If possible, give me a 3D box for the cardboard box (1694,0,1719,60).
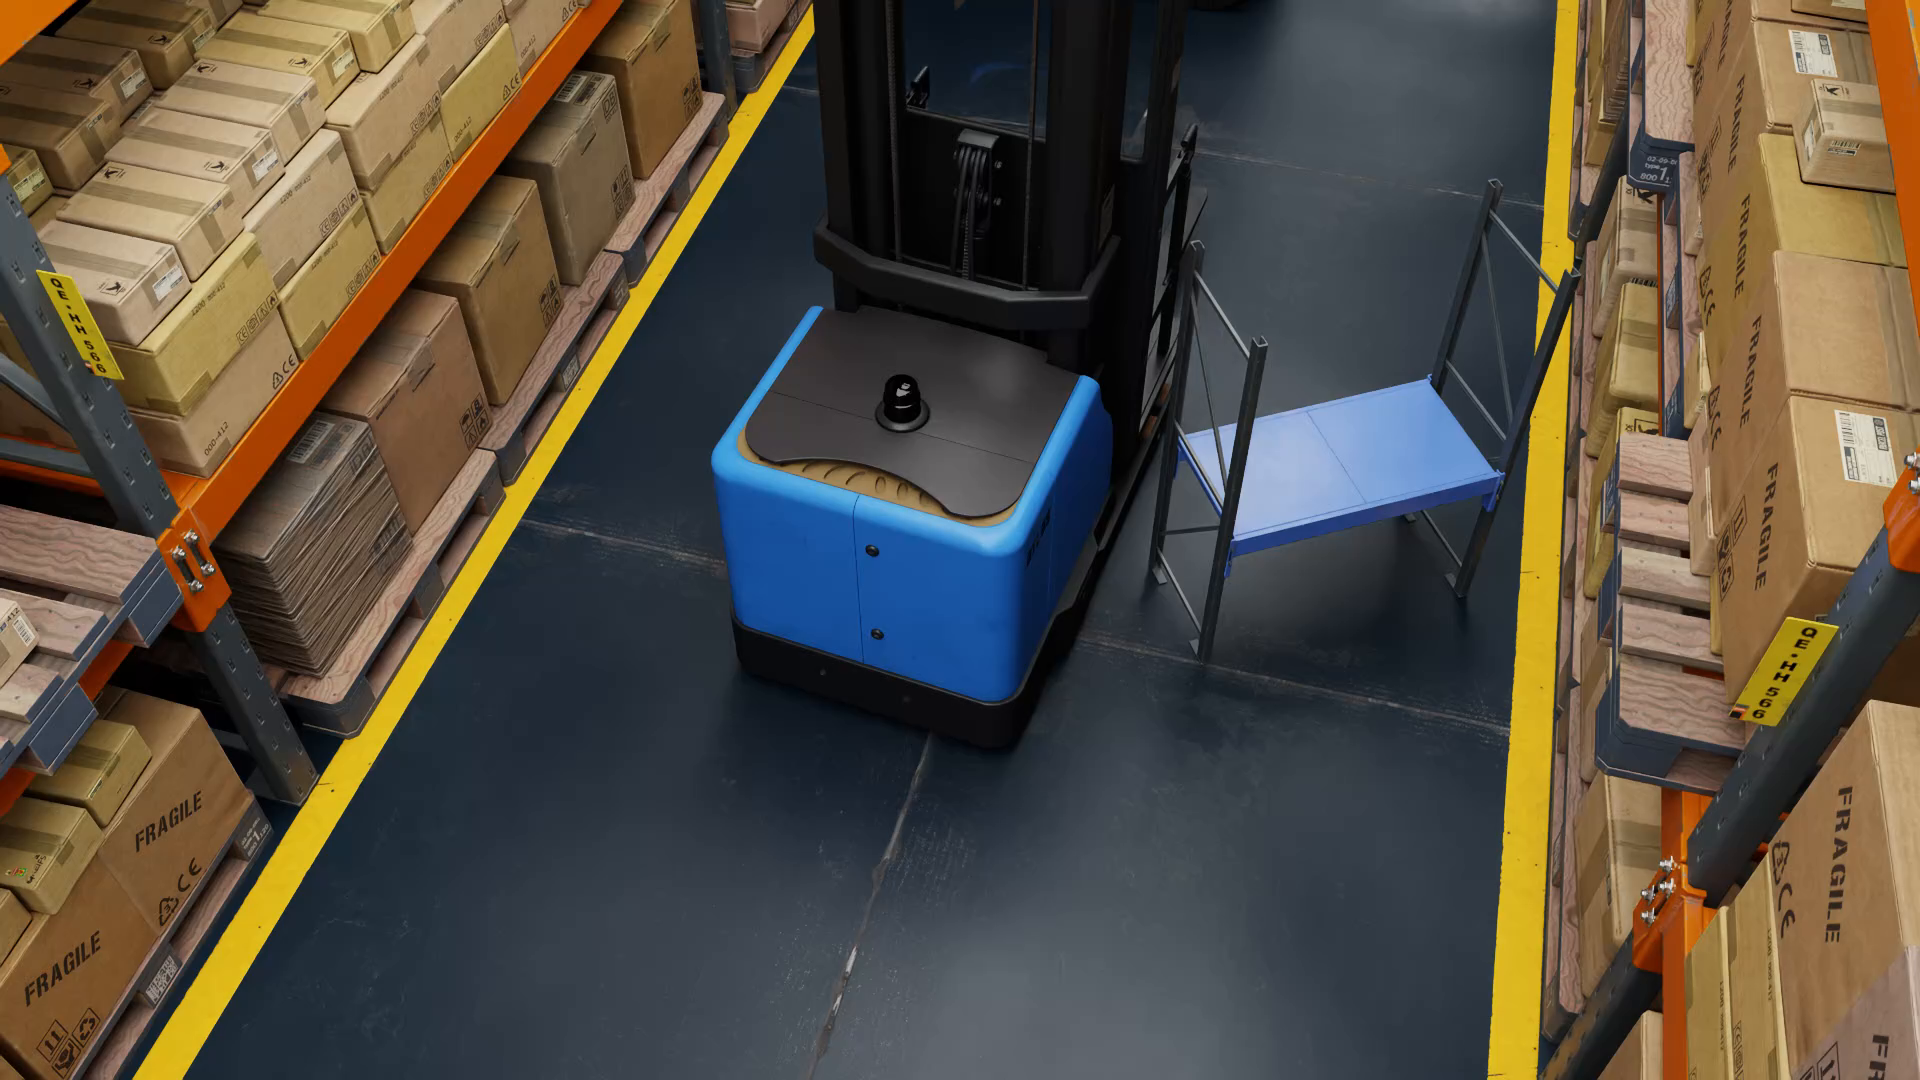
[{"bbox_3d":[2.679,-1.796,5.289,0.500,0.500,0.500,12,50,10],"label":"cardboard box"}]

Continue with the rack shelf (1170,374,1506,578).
[{"bbox_3d":[1.273,-0.231,5.693,1.000,0.185,0.538,-13,50,-12],"label":"rack shelf"}]

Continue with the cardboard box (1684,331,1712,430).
[{"bbox_3d":[2.174,-0.398,4.488,0.380,0.149,0.250,12,50,11],"label":"cardboard box"}]

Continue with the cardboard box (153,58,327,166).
[{"bbox_3d":[-2.095,-1.250,4.853,0.380,0.149,0.250,12,50,10],"label":"cardboard box"}]

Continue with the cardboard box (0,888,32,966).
[{"bbox_3d":[-2.671,1.012,4.311,0.380,0.149,0.250,10,49,9],"label":"cardboard box"}]

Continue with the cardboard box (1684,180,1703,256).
[{"bbox_3d":[2.390,-0.952,4.977,0.380,0.149,0.250,13,50,11],"label":"cardboard box"}]

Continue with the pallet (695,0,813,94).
[{"bbox_3d":[-1.330,-2.792,8.573,1.003,0.211,1.213,12,50,10],"label":"pallet"}]

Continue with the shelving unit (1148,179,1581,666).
[{"bbox_3d":[1.273,-0.350,5.559,1.048,1.500,0.538,-13,50,-12],"label":"shelving unit"}]

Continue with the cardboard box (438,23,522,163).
[{"bbox_3d":[-1.875,-1.589,5.752,0.500,0.250,0.500,13,50,11],"label":"cardboard box"}]

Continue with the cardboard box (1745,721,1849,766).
[{"bbox_3d":[2.017,0.383,3.798,0.380,0.149,0.250,13,50,11],"label":"cardboard box"}]

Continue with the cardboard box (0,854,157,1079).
[{"bbox_3d":[-2.678,1.142,4.628,0.500,0.500,0.500,11,49,9],"label":"cardboard box"}]

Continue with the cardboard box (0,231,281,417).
[{"bbox_3d":[-2.255,-0.638,4.579,0.500,0.250,0.500,12,50,10],"label":"cardboard box"}]

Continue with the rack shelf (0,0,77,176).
[{"bbox_3d":[-2.106,-2.455,4.895,1.077,0.370,4.000,12,50,10],"label":"rack shelf"}]

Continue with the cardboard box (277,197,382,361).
[{"bbox_3d":[-2.142,-0.840,5.091,0.500,0.250,0.500,11,49,9],"label":"cardboard box"}]

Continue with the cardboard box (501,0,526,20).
[{"bbox_3d":[-1.730,-2.115,5.883,0.500,0.250,0.500,12,50,11],"label":"cardboard box"}]

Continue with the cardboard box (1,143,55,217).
[{"bbox_3d":[-2.781,-0.988,4.622,0.380,0.149,0.250,13,50,11],"label":"cardboard box"}]

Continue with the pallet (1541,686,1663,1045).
[{"bbox_3d":[2.365,1.081,5.156,1.003,0.211,1.213,12,50,10],"label":"pallet"}]

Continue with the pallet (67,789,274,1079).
[{"bbox_3d":[-2.865,1.201,5.049,1.003,0.211,1.213,12,50,10],"label":"pallet"}]

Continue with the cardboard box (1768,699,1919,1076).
[{"bbox_3d":[1.792,0.667,2.927,0.500,0.500,0.500,10,49,9],"label":"cardboard box"}]

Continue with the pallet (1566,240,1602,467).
[{"bbox_3d":[3.007,-0.684,6.713,1.003,0.211,1.213,12,50,10],"label":"pallet"}]

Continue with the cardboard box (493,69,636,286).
[{"bbox_3d":[-1.917,-1.561,6.931,0.875,0.625,0.625,11,50,10],"label":"cardboard box"}]

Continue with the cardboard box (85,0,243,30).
[{"bbox_3d":[-2.527,-1.726,5.273,0.380,0.149,0.250,11,49,9],"label":"cardboard box"}]

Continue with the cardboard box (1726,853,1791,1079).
[{"bbox_3d":[1.786,0.925,3.200,0.500,0.250,0.500,11,50,10],"label":"cardboard box"}]

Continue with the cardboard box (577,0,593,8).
[{"bbox_3d":[-1.586,-2.317,6.394,0.500,0.250,0.500,11,50,10],"label":"cardboard box"}]

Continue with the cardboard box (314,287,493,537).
[{"bbox_3d":[-2.290,-0.530,6.021,0.875,0.625,0.625,13,50,11],"label":"cardboard box"}]

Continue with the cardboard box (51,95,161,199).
[{"bbox_3d":[-2.649,-1.120,5.004,0.500,0.250,0.500,12,50,10],"label":"cardboard box"}]

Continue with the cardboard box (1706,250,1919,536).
[{"bbox_3d":[2.135,-0.308,3.976,0.500,0.500,0.500,11,49,9],"label":"cardboard box"}]

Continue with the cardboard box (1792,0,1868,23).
[{"bbox_3d":[2.559,-1.579,4.665,0.380,0.149,0.250,14,50,12],"label":"cardboard box"}]

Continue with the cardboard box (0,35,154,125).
[{"bbox_3d":[-2.656,-1.355,4.946,0.380,0.149,0.250,11,49,9],"label":"cardboard box"}]

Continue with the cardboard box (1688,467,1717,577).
[{"bbox_3d":[2.041,-0.016,4.151,0.380,0.149,0.250,11,50,10],"label":"cardboard box"}]

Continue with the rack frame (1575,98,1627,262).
[{"bbox_3d":[3.210,-2.171,6.165,1.000,3.000,0.127,12,50,10],"label":"rack frame"}]

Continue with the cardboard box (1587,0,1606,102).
[{"bbox_3d":[3.237,-2.267,7.804,0.500,0.250,0.500,10,49,9],"label":"cardboard box"}]

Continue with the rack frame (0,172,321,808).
[{"bbox_3d":[-2.632,-0.254,4.474,1.000,3.000,0.127,12,50,10],"label":"rack frame"}]

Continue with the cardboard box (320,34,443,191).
[{"bbox_3d":[-1.991,-1.380,5.234,0.500,0.250,0.500,10,49,9],"label":"cardboard box"}]

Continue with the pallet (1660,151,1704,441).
[{"bbox_3d":[2.639,-0.654,4.954,1.003,0.211,1.213,12,50,10],"label":"pallet"}]

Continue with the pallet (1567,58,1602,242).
[{"bbox_3d":[3.353,-1.741,7.645,1.003,0.211,1.213,12,50,10],"label":"pallet"}]

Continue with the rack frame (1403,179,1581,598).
[{"bbox_3d":[1.758,-0.465,5.660,0.032,1.500,0.500,-13,50,-12],"label":"rack frame"}]

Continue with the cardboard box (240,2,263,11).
[{"bbox_3d":[-2.375,-1.844,5.643,0.500,0.250,0.500,11,49,9],"label":"cardboard box"}]

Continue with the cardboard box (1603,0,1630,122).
[{"bbox_3d":[3.107,-2.129,7.182,0.500,0.500,0.500,11,49,10],"label":"cardboard box"}]

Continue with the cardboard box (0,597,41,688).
[{"bbox_3d":[-2.435,0.241,3.924,0.380,0.149,0.250,12,50,11],"label":"cardboard box"}]

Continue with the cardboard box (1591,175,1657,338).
[{"bbox_3d":[3.075,-1.060,6.658,0.950,0.372,0.625,12,50,11],"label":"cardboard box"}]

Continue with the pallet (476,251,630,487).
[{"bbox_3d":[-2.055,-0.799,6.814,1.003,0.211,1.213,12,50,10],"label":"pallet"}]

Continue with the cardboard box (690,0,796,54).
[{"bbox_3d":[-1.133,-2.661,8.152,0.500,0.250,0.500,12,50,10],"label":"cardboard box"}]

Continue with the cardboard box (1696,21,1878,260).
[{"bbox_3d":[2.411,-1.067,4.646,0.500,0.500,0.500,10,49,8],"label":"cardboard box"}]

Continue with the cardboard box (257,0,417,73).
[{"bbox_3d":[-1.934,-1.610,5.171,0.380,0.149,0.250,13,50,11],"label":"cardboard box"}]

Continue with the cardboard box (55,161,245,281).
[{"bbox_3d":[-2.195,-0.868,4.516,0.380,0.149,0.250,13,50,11],"label":"cardboard box"}]

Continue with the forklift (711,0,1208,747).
[{"bbox_3d":[0.227,-1.407,5.537,1.130,2.935,3.031,16,51,14],"label":"forklift"}]

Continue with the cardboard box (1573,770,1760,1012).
[{"bbox_3d":[2.316,1.047,4.798,0.950,0.372,0.625,9,49,7],"label":"cardboard box"}]

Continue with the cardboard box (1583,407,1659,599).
[{"bbox_3d":[2.707,-0.036,5.754,0.950,0.372,0.625,13,50,11],"label":"cardboard box"}]

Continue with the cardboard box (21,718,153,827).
[{"bbox_3d":[-2.518,0.627,4.651,0.380,0.149,0.250,9,49,8],"label":"cardboard box"}]

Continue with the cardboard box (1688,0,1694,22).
[{"bbox_3d":[2.760,-1.889,5.804,0.380,0.149,0.250,12,50,11],"label":"cardboard box"}]

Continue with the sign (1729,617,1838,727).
[{"bbox_3d":[1.632,0.266,3.296,0.100,0.325,0.005,12,50,10],"label":"sign"}]

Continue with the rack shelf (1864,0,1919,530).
[{"bbox_3d":[2.684,-1.478,4.033,1.077,0.370,4.000,12,50,10],"label":"rack shelf"}]

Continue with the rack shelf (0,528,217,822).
[{"bbox_3d":[-3.158,1.431,3.467,1.077,0.370,4.000,12,50,10],"label":"rack shelf"}]

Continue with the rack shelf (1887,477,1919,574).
[{"bbox_3d":[1.631,1.415,1.480,1.077,0.370,4.000,12,50,10],"label":"rack shelf"}]
